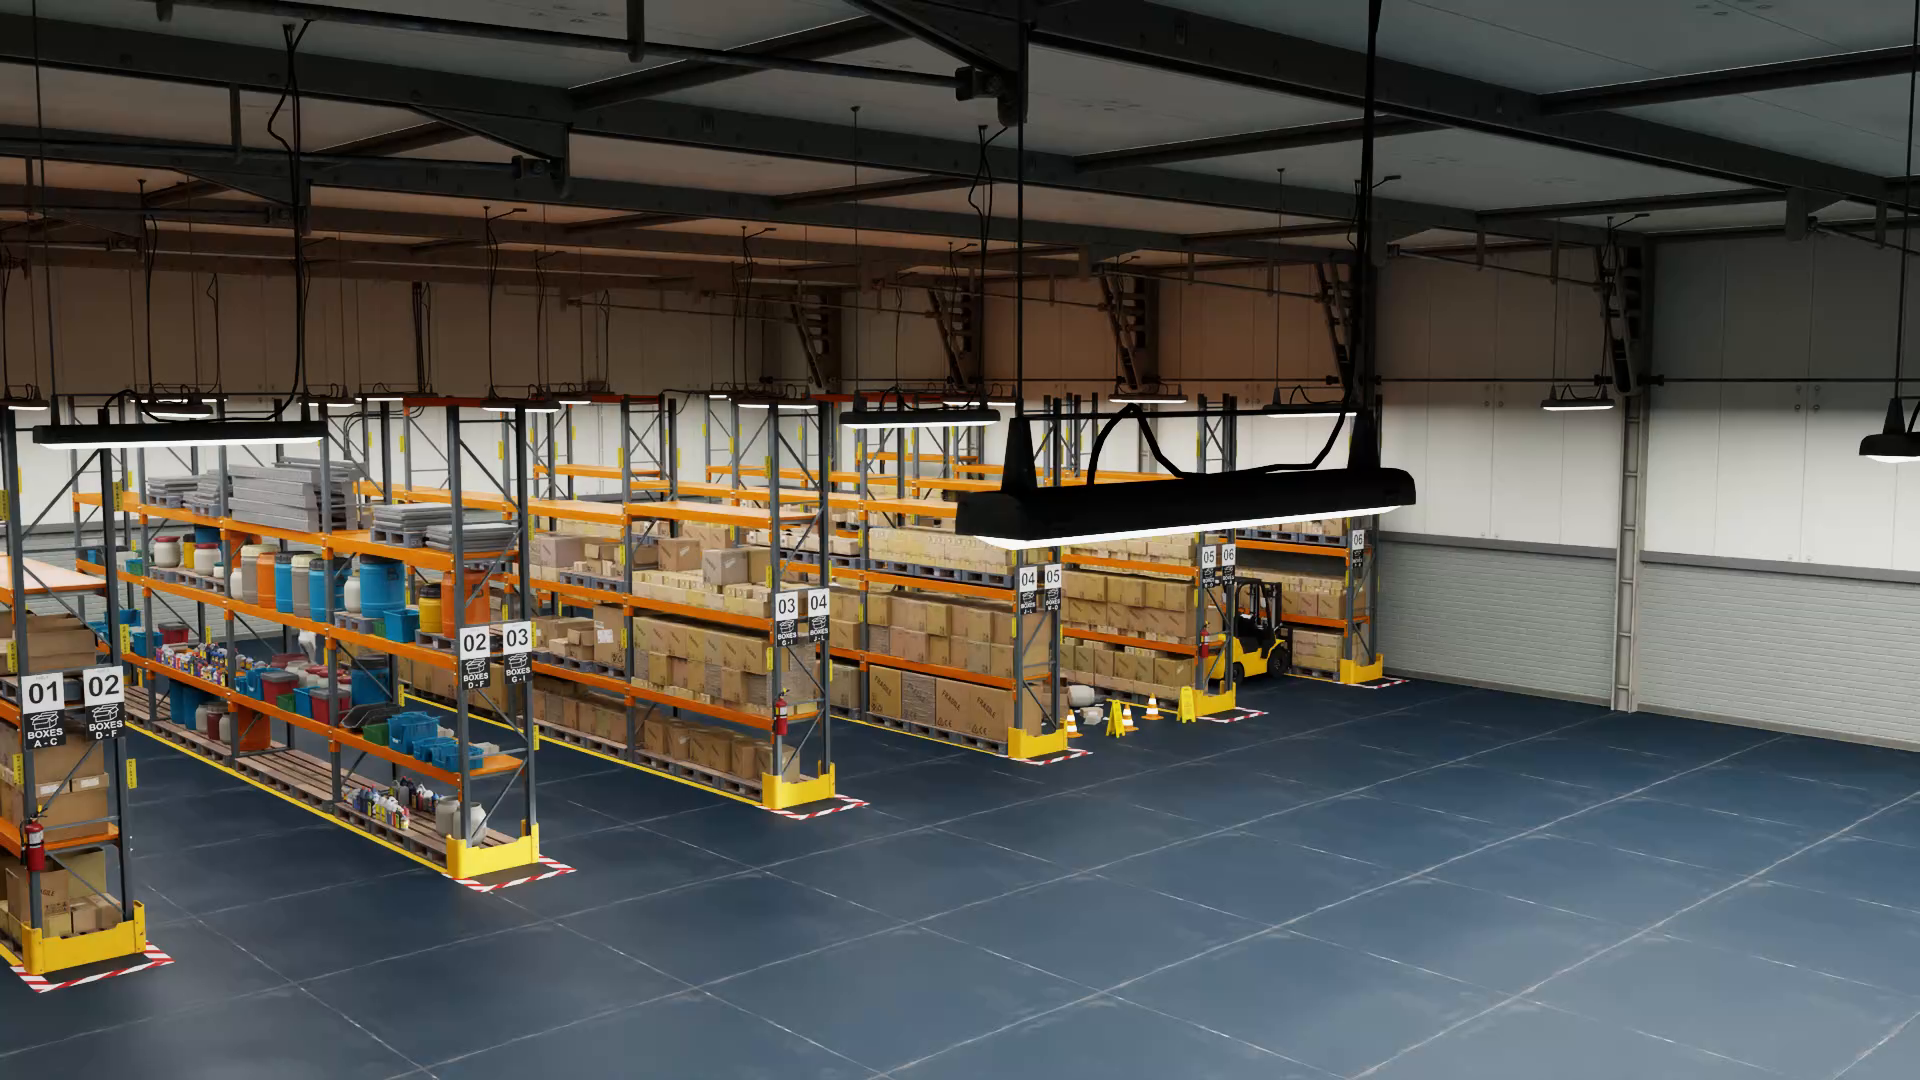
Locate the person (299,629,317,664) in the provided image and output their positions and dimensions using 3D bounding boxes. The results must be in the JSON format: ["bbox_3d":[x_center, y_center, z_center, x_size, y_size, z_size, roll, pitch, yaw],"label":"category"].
[{"bbox_3d":[-13.535,2.145,34.608,0.537,1.677,0.384,5,8,43],"label":"person"}]

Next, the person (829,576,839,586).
[{"bbox_3d":[-2.831,1.548,37.199,0.582,1.778,0.417,3,6,24],"label":"person"}]
